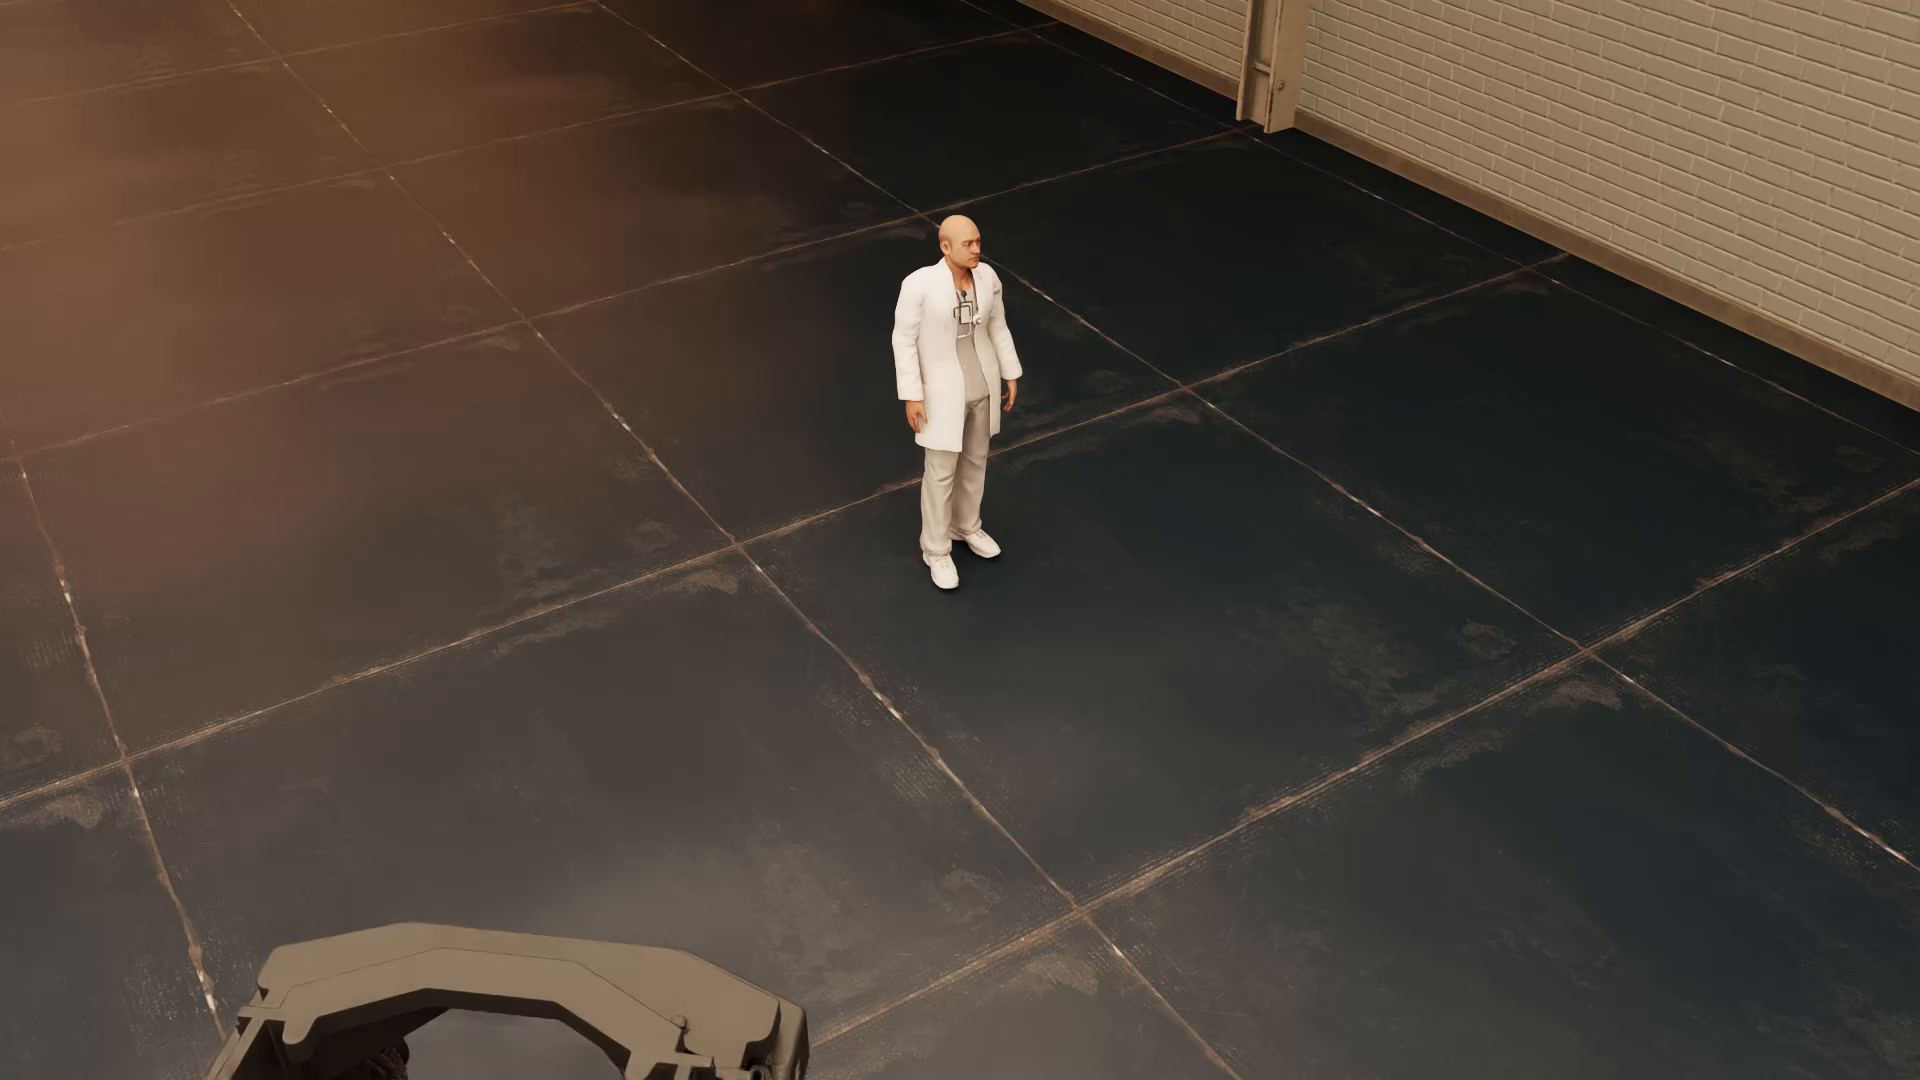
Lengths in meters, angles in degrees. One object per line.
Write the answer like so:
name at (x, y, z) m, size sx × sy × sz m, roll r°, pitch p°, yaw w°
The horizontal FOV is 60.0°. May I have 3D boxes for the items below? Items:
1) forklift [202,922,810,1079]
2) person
forklift at (-0.806, 2.236, 2.965) m, size 1.130 × 2.935 × 3.031 m, roll 4°, pitch 35°, yaw 6°
person at (0.045, -0.688, 8.118) m, size 0.696 × 1.775 × 0.581 m, roll -21°, pitch 40°, yaw -27°
